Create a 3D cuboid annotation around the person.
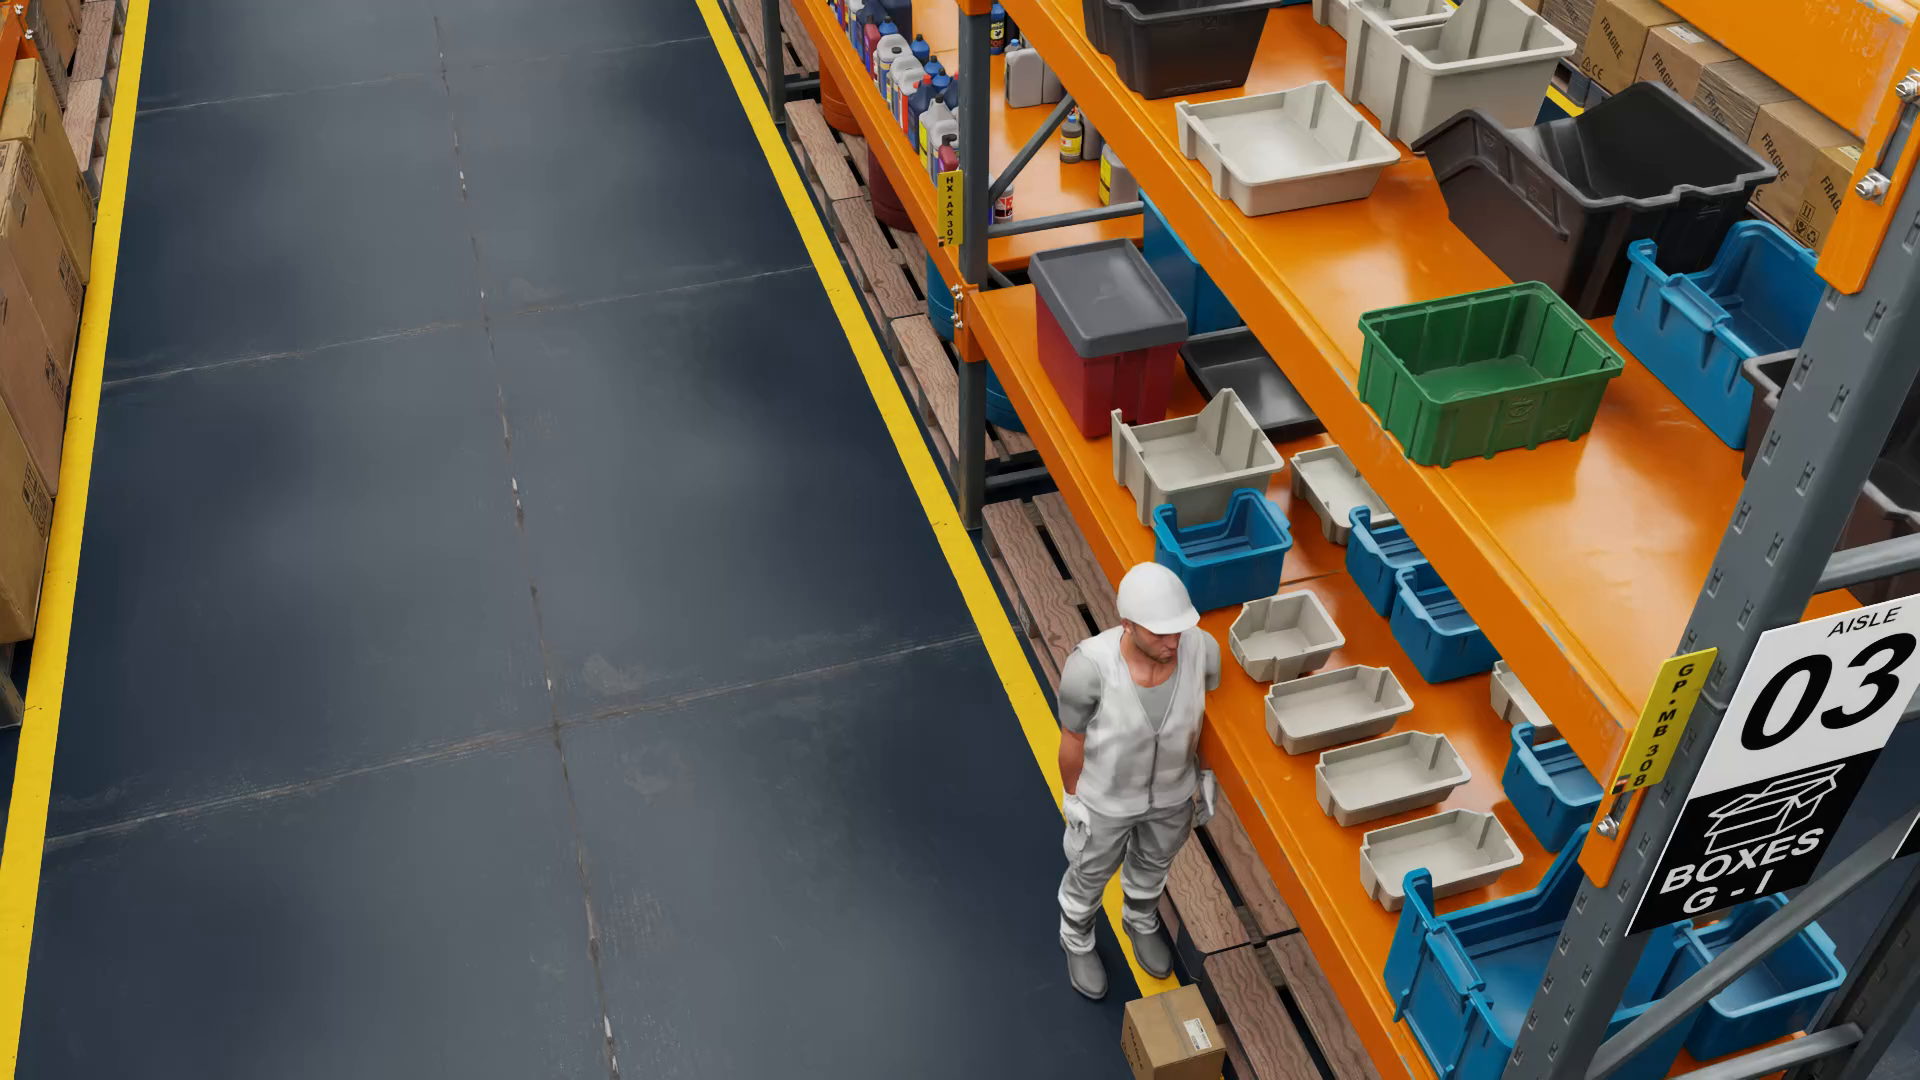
[{"bbox_3d":[0.563,0.781,5.266,0.525,1.792,0.355,-11,43,-12],"label":"person"}]
